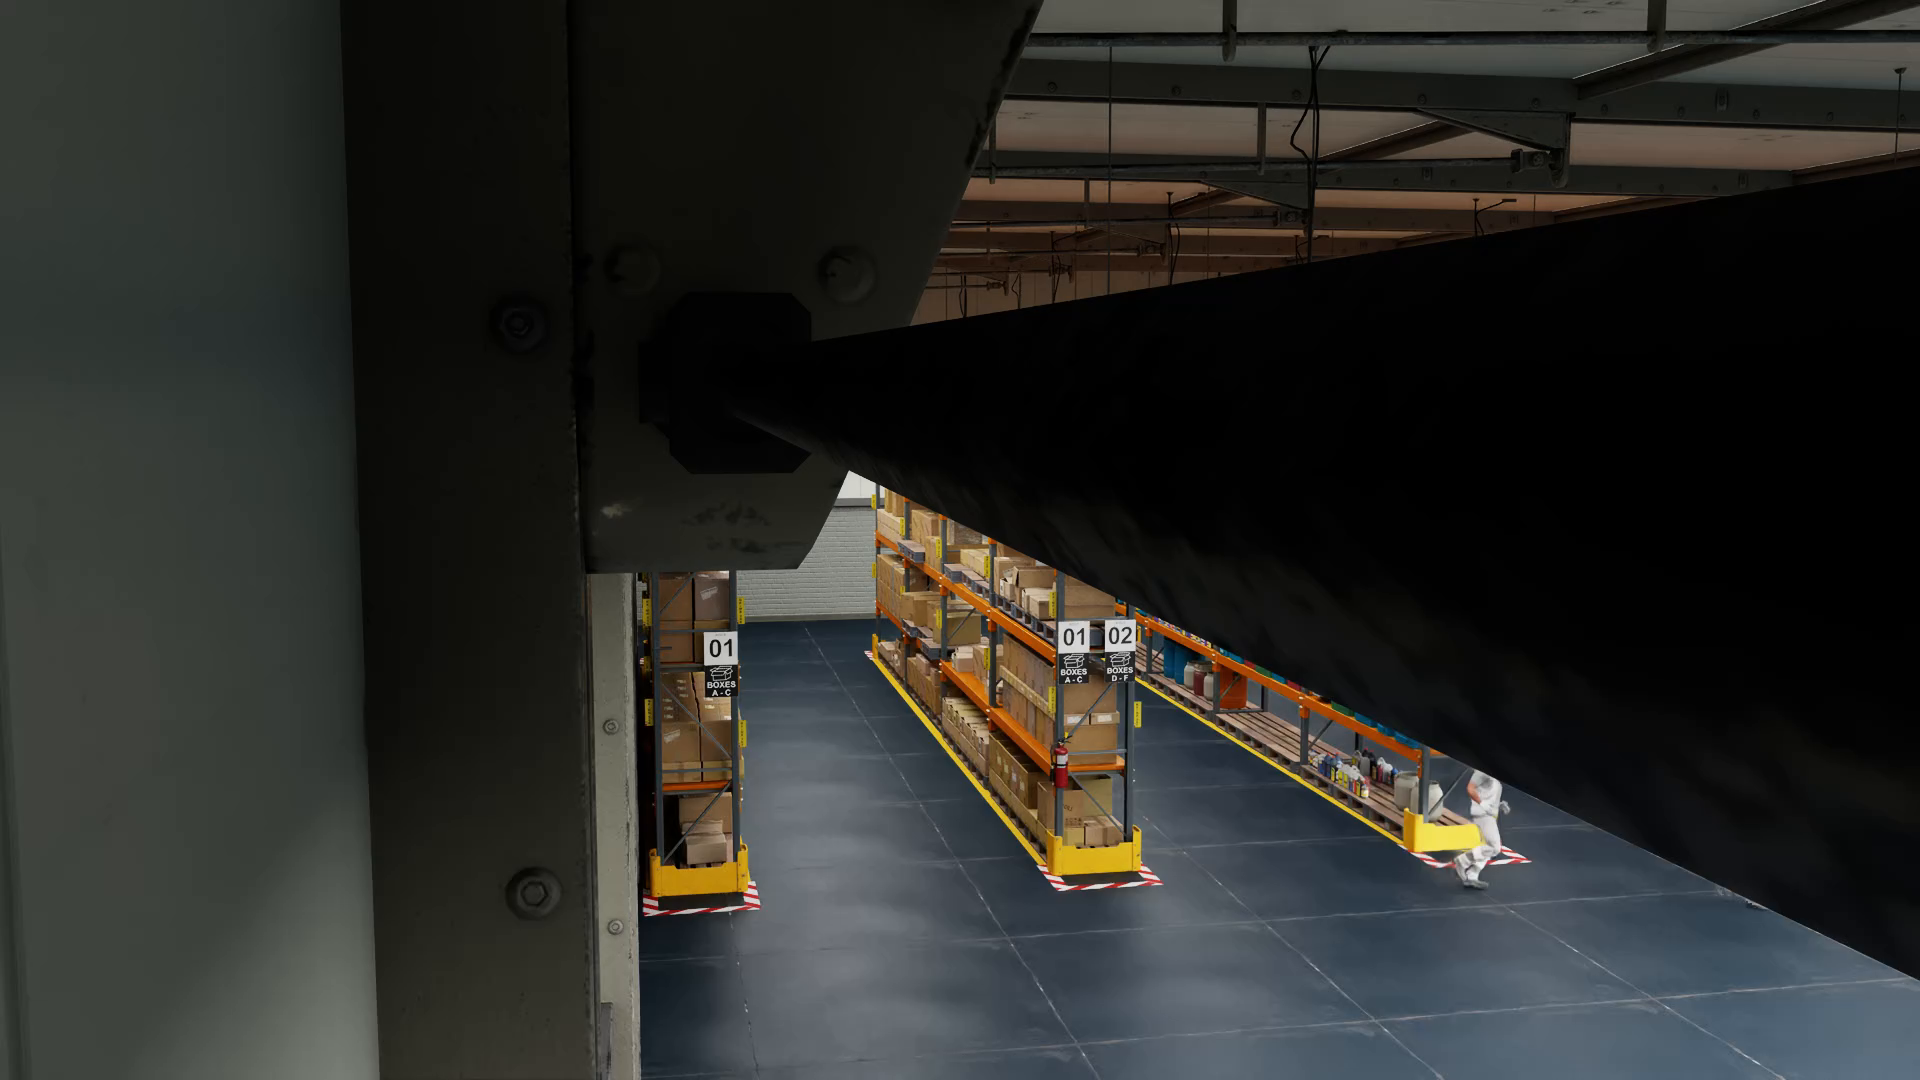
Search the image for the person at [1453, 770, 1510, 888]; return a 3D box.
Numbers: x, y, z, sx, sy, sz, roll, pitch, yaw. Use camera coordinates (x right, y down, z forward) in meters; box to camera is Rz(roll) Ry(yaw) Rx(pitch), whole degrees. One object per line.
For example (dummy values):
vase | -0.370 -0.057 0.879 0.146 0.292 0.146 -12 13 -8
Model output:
person | 6.455 3.380 20.491 0.598 1.690 0.722 3 7 28
